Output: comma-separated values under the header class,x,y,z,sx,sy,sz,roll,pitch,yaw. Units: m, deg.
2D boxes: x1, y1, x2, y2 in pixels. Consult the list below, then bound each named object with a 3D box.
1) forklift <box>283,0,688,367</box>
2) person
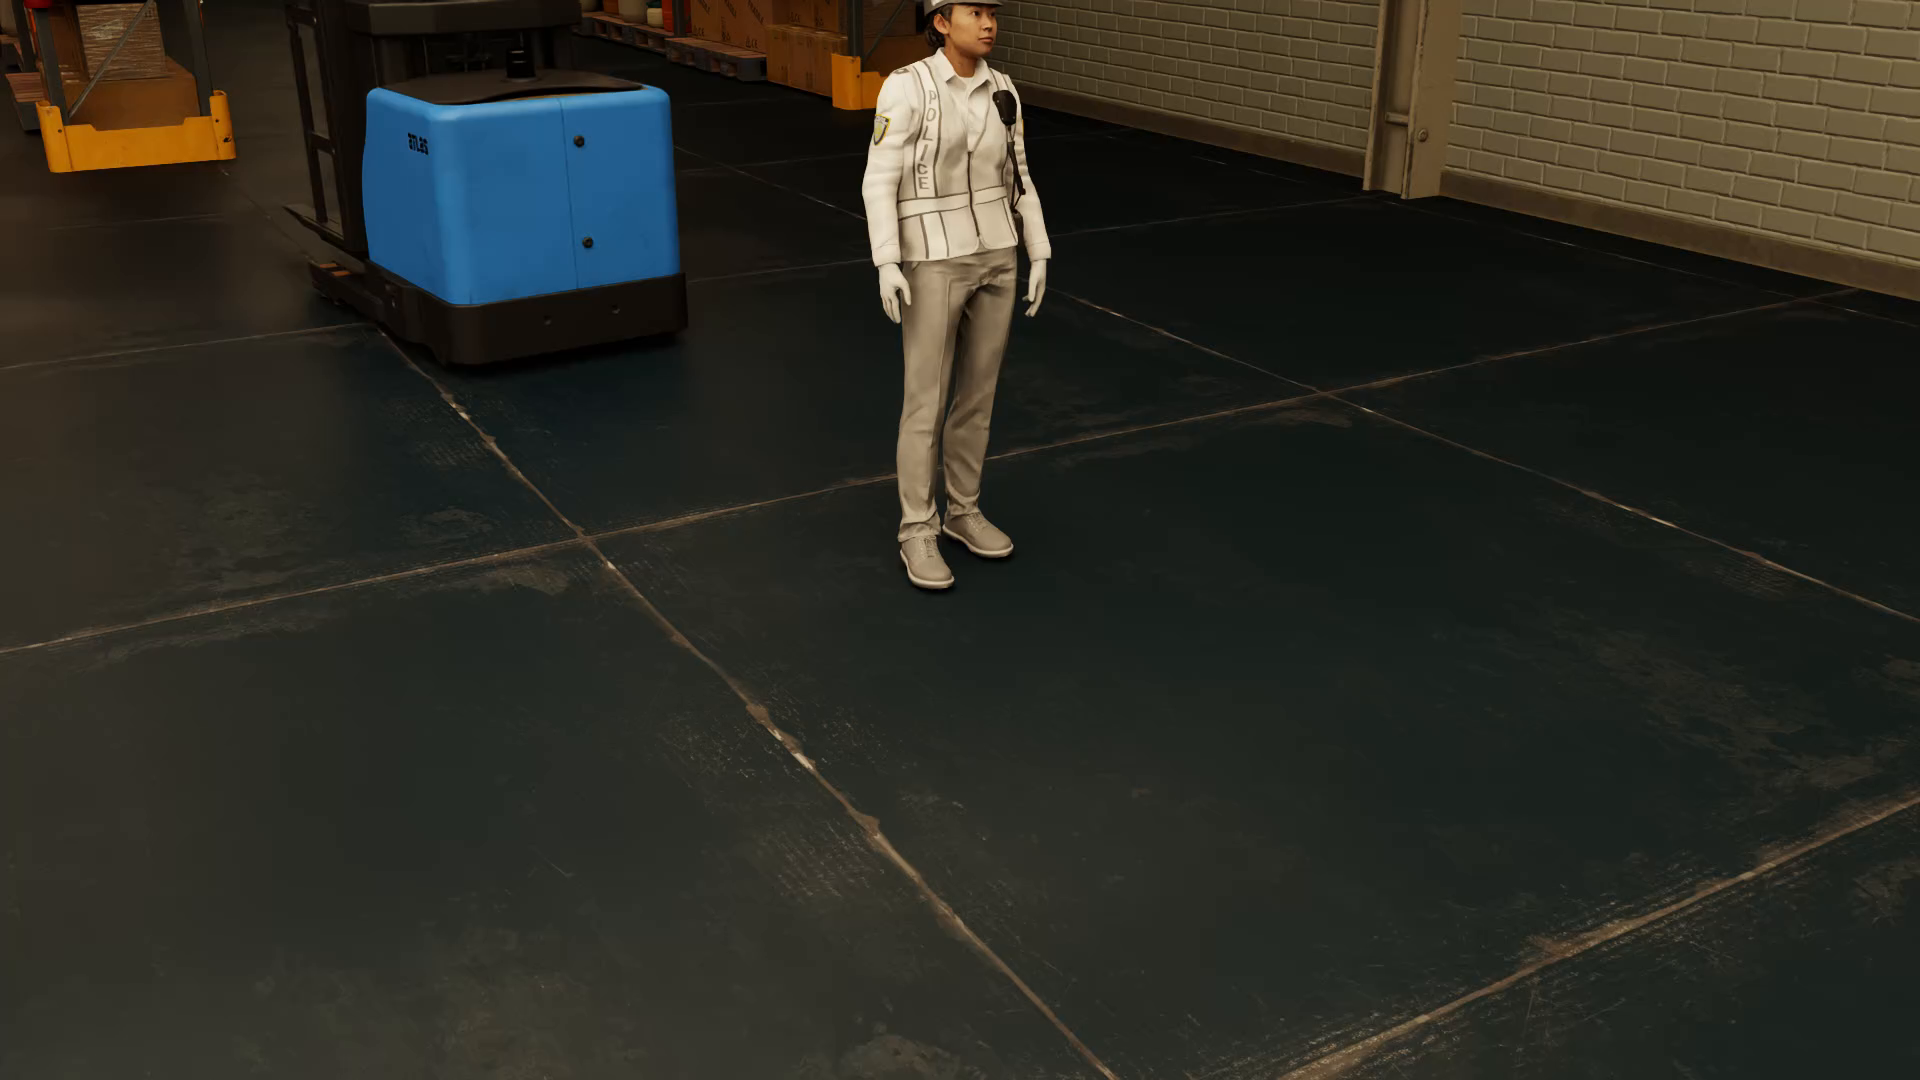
class,x,y,z,sx,sy,sz,roll,pitch,yaw
forklift,-2.453,-2.554,7.499,1.130,2.935,3.031,-16,27,-33
person,0.028,-0.767,4.752,0.587,1.694,0.530,-12,25,-28
